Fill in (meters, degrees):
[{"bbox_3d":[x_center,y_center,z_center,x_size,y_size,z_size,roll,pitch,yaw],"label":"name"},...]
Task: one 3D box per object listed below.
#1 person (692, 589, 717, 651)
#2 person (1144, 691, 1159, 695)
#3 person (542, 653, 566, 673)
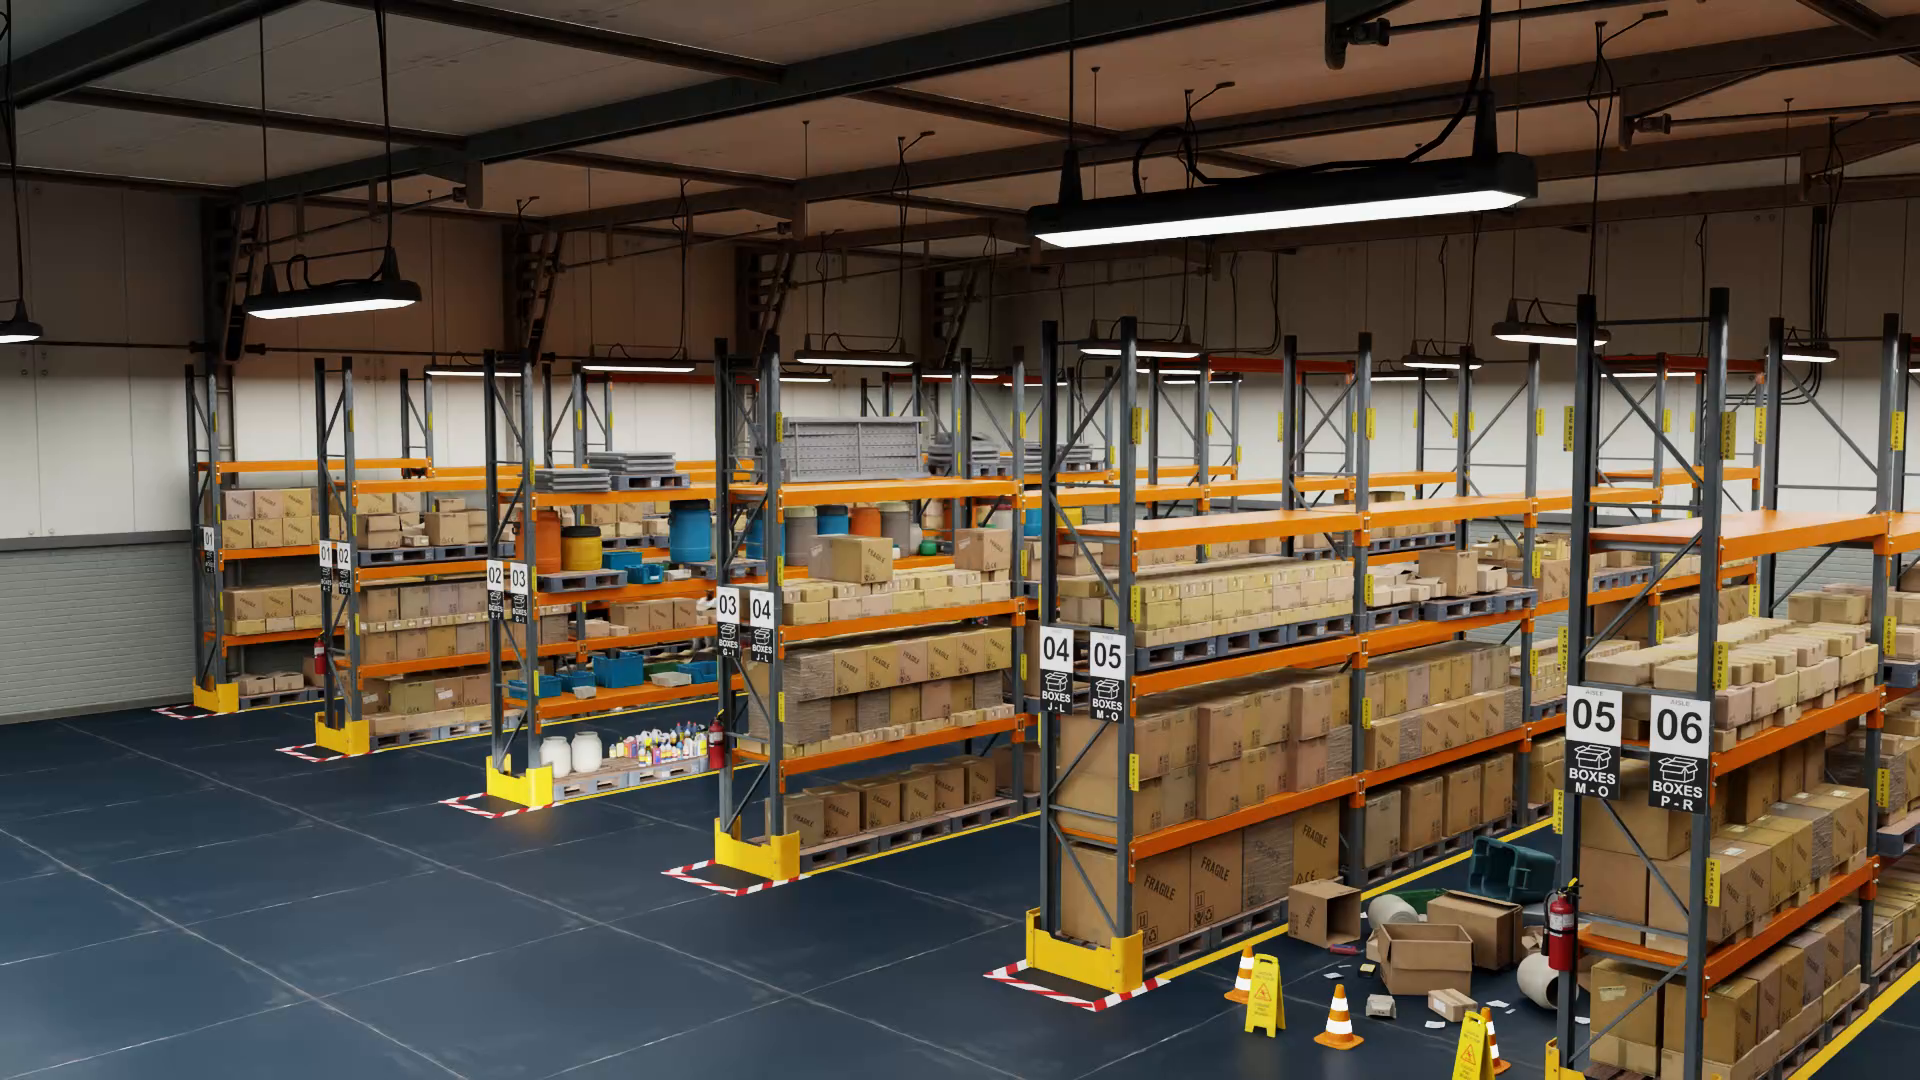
[{"bbox_3d":[-5.075,1.772,32.838,0.576,1.801,0.685,2,5,29],"label":"person"},{"bbox_3d":[2.459,2.662,21.708,0.905,1.632,0.461,-3,5,-36],"label":"person"},{"bbox_3d":[-7.395,2.025,30.152,0.578,1.770,0.613,4,6,41],"label":"person"}]
